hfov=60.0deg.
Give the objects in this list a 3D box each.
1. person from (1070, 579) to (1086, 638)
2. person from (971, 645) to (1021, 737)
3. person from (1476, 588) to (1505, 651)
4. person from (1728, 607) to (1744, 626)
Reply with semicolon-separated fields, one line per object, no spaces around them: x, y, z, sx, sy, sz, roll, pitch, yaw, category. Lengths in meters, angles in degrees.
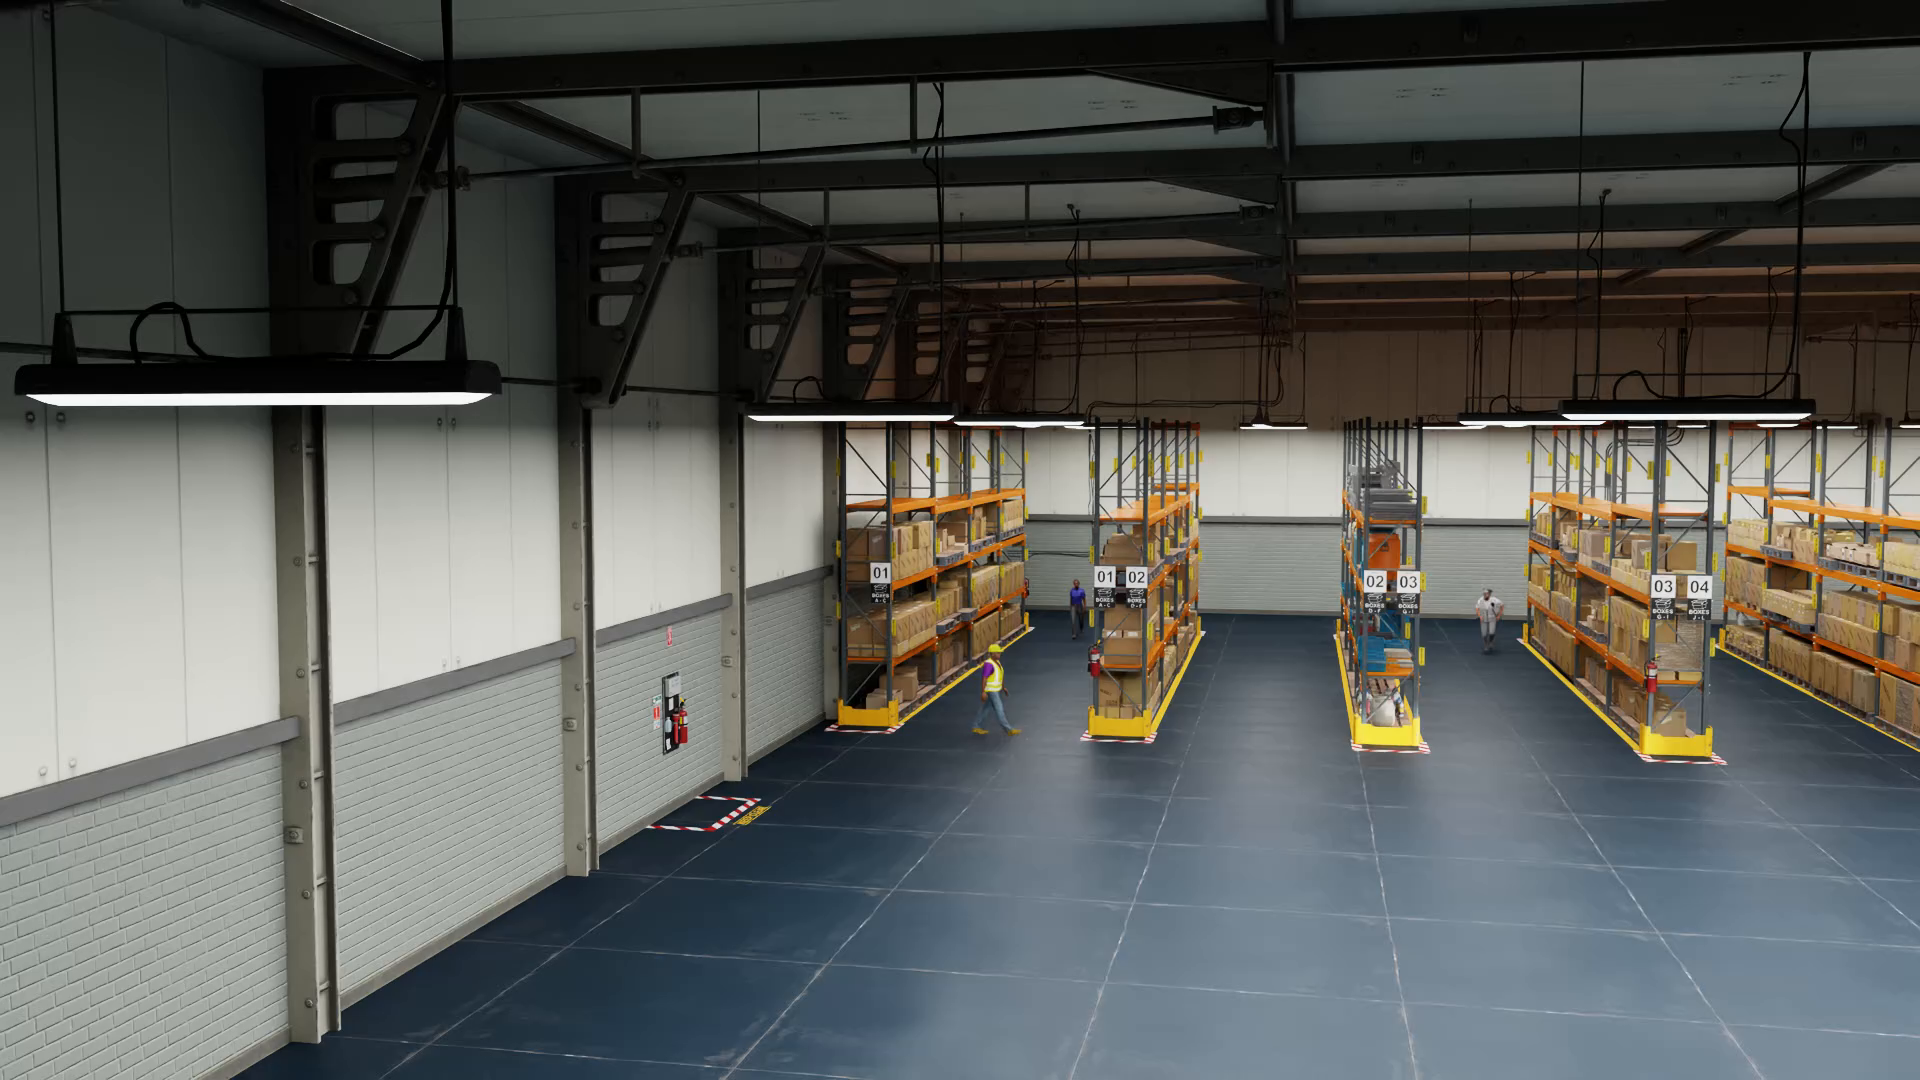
3.294;1.894;46.367;0.447;1.611;0.863;1;4;9;person
0.700;2.813;31.207;1.037;1.702;0.601;1;4;15;person
13.845;2.069;43.433;0.716;1.682;0.707;1;4;21;person
22.161;1.820;47.288;1.073;1.601;0.505;-4;5;-44;person
